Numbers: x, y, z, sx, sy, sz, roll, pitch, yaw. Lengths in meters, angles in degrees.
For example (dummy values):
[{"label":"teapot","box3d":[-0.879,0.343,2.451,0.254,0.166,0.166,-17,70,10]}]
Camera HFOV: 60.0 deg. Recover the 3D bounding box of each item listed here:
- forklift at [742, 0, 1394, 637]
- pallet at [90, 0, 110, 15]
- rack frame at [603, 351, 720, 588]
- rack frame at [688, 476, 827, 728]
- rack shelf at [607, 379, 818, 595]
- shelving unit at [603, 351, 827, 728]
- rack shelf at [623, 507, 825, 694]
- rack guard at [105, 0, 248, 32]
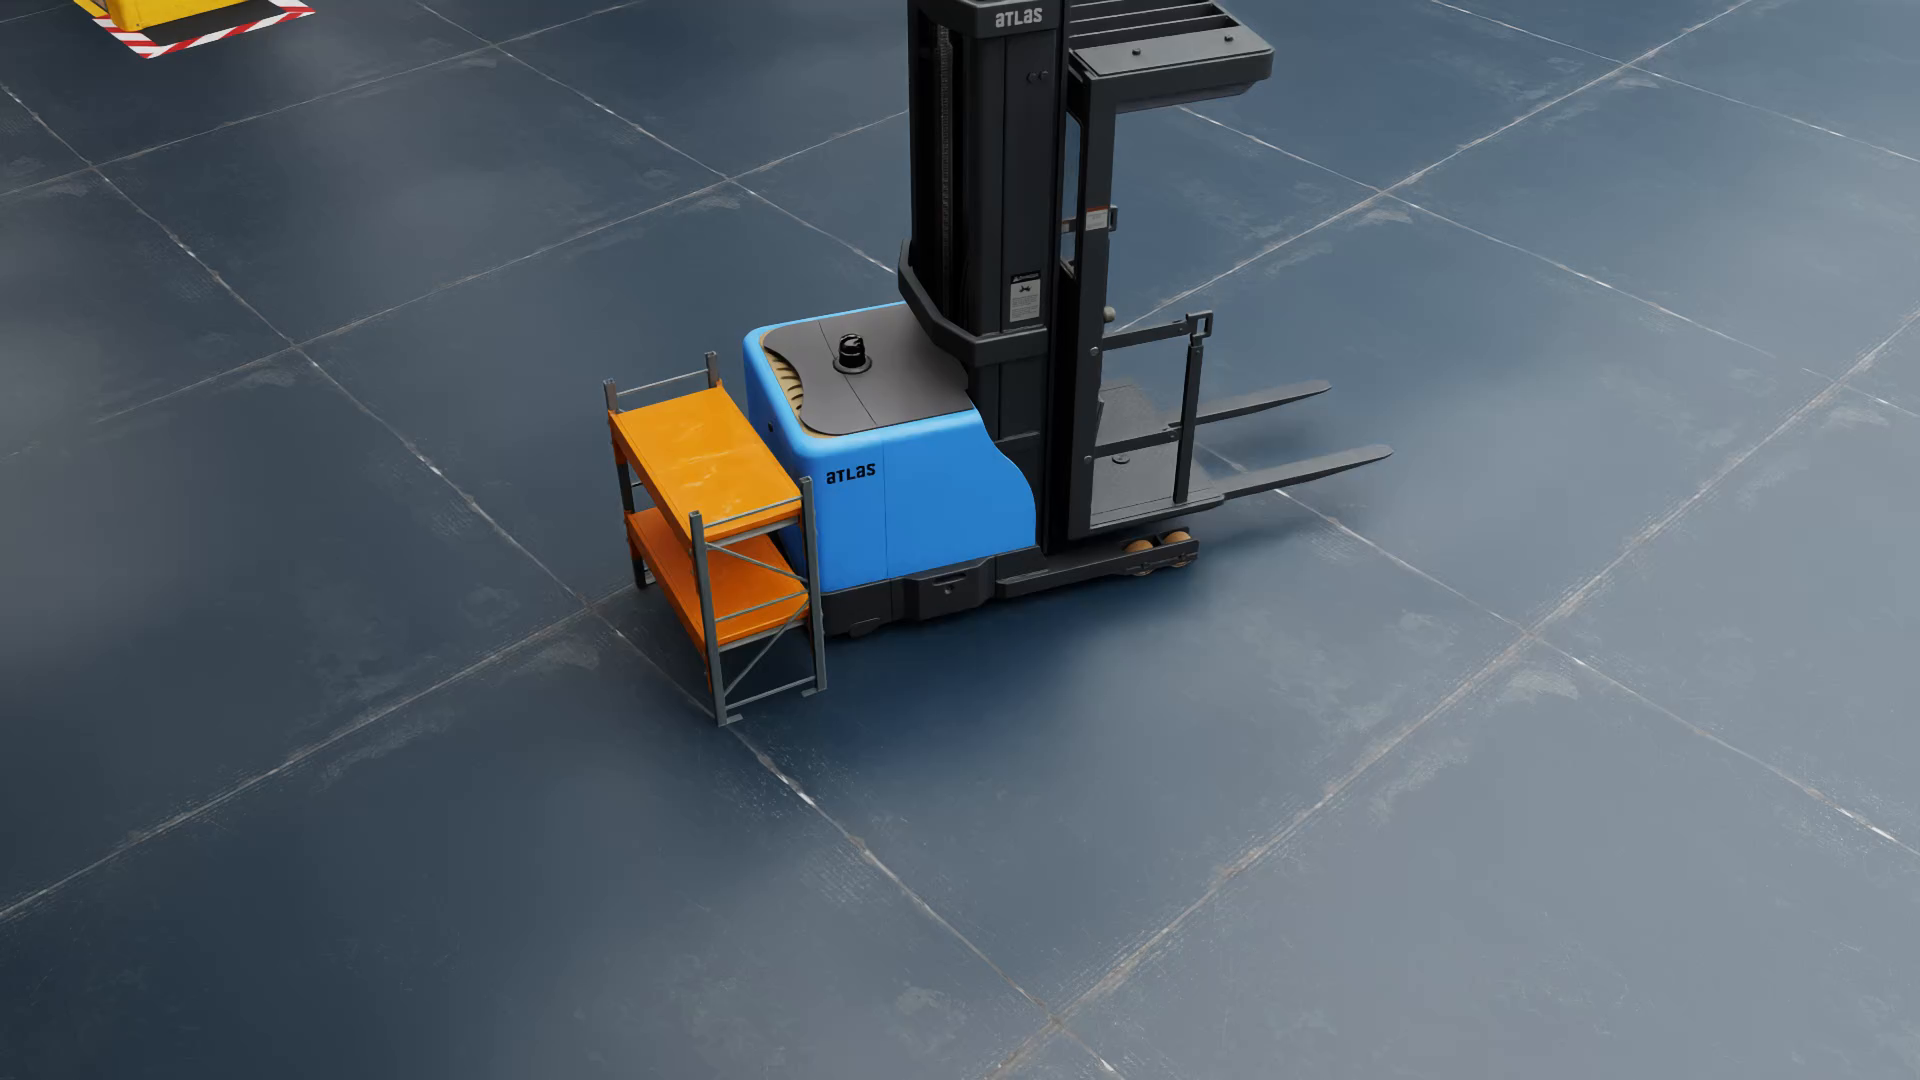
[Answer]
[{"label":"forklift","box3d":[0.589,-1.273,7.201,3.031,2.935,1.130,-13,41,-15]},{"label":"pallet","box3d":[-6.653,-4.652,13.549,1.003,0.211,1.213,-30,48,-32]},{"label":"rack frame","box3d":[-1.275,-0.296,7.430,0.500,1.125,0.032,-18,42,-21]},{"label":"rack frame","box3d":[-0.801,0.269,6.730,0.500,1.125,0.032,-18,42,-21]},{"label":"rack shelf","box3d":[-1.038,-0.241,6.896,0.538,0.278,1.000,-18,42,-21]},{"label":"shelving unit","box3d":[-1.038,-0.014,7.080,0.538,1.125,1.048,-18,42,-21]},{"label":"rack shelf","box3d":[-1.038,0.176,7.233,0.538,0.278,1.000,-18,42,-21]},{"label":"rack guard","box3d":[-6.089,-4.417,13.029,1.175,0.500,0.348,-30,48,-32]}]
